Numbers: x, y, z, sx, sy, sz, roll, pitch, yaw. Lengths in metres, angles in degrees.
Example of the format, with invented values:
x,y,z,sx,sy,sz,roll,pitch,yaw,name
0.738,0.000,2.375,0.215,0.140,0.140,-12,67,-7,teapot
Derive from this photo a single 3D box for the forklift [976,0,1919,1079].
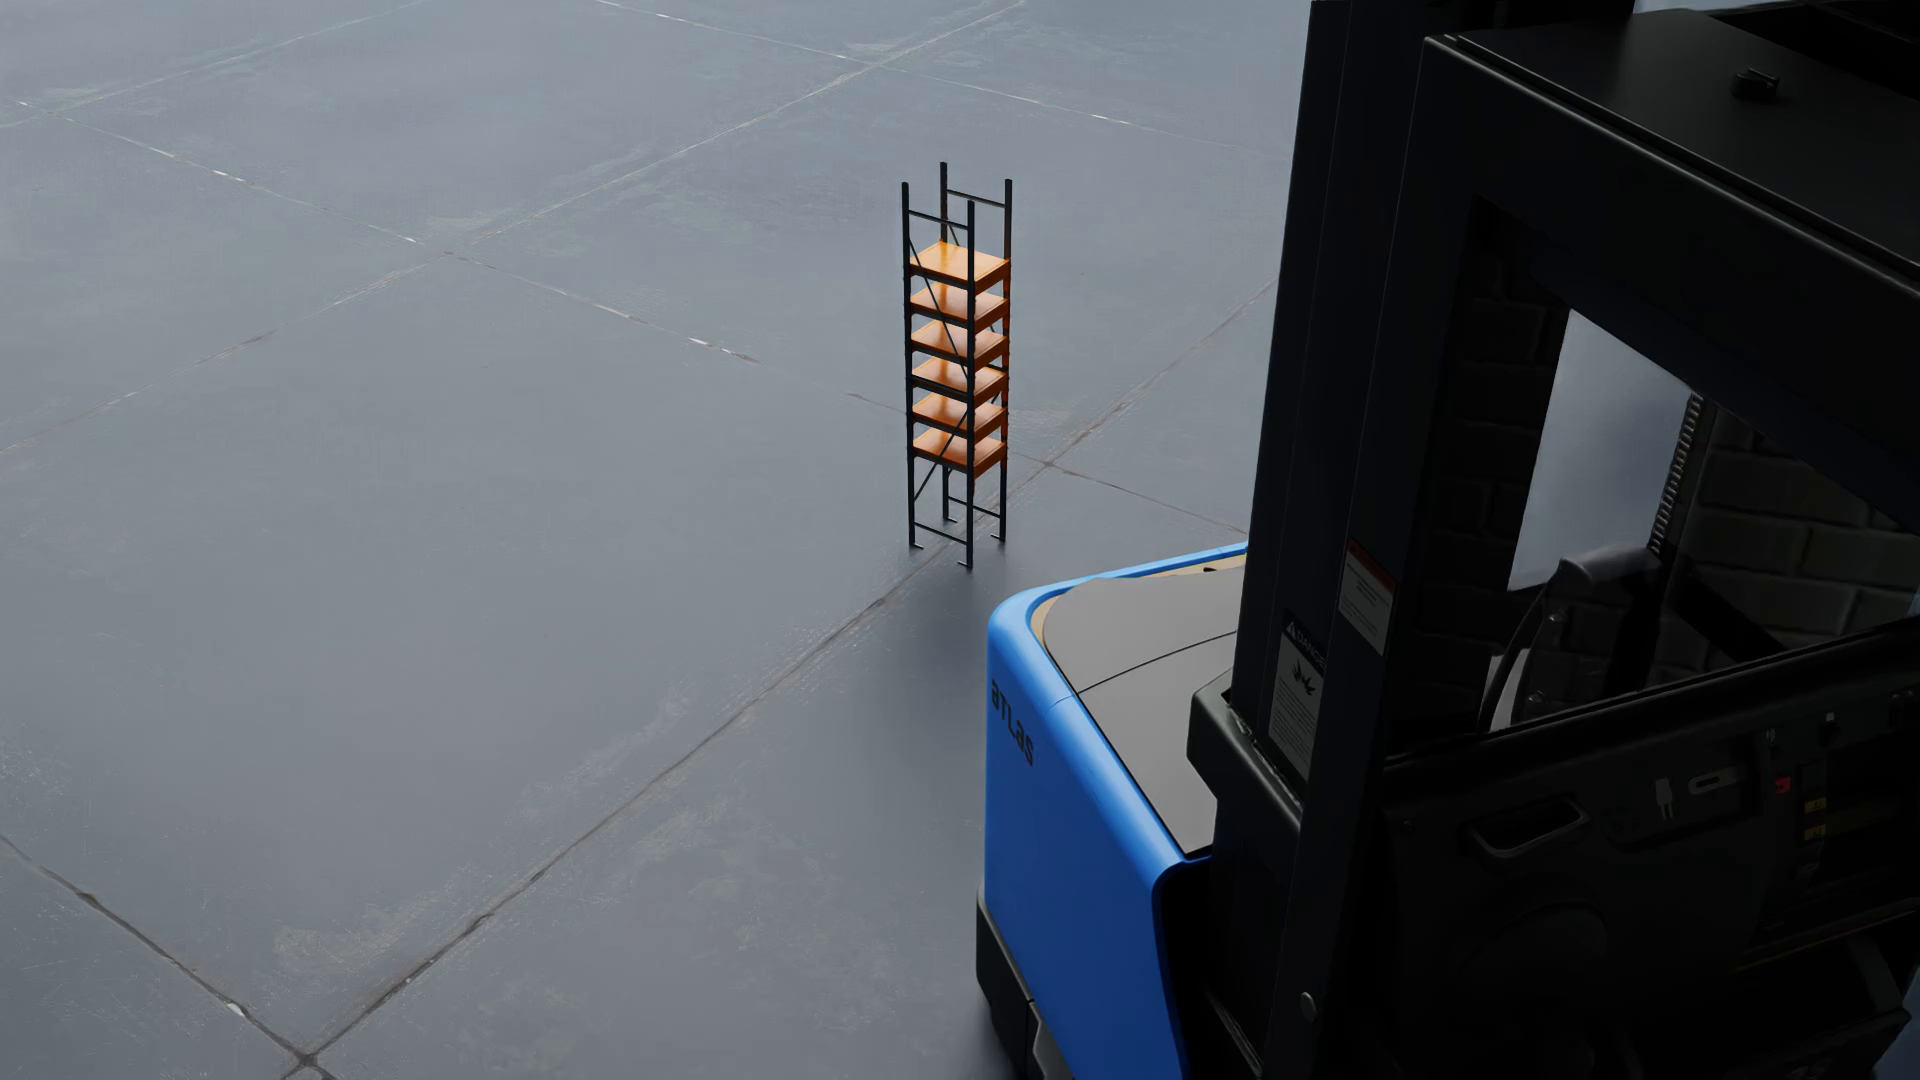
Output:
x,y,z,sx,sy,sz,roll,pitch,yaw,name
1.021,0.463,1.948,1.130,2.935,3.031,-12,36,-17,forklift

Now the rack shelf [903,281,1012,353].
x,y,z,sx,sy,sz,roll,pitch,yaw,name
-0.008,-0.652,4.794,0.258,0.103,0.180,21,39,28,rack shelf

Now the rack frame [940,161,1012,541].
x,y,z,sx,sy,sz,roll,pitch,yaw,name
0.044,-0.532,4.966,0.240,1.200,0.006,21,39,28,rack frame

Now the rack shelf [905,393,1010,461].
x,y,z,sx,sy,sz,roll,pitch,yaw,name
-0.008,-0.354,4.996,0.258,0.103,0.180,21,39,28,rack shelf

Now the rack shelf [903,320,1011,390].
x,y,z,sx,sy,sz,roll,pitch,yaw,name
-0.008,-0.553,4.862,0.258,0.103,0.180,21,39,28,rack shelf

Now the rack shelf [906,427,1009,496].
x,y,z,sx,sy,sz,roll,pitch,yaw,name
-0.008,-0.255,5.063,0.258,0.103,0.180,21,39,28,rack shelf

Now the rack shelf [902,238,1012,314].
x,y,z,sx,sy,sz,roll,pitch,yaw,name
-0.008,-0.752,4.727,0.258,0.103,0.180,21,39,28,rack shelf

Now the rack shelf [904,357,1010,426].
x,y,z,sx,sy,sz,roll,pitch,yaw,name
-0.008,-0.454,4.929,0.258,0.103,0.180,21,39,28,rack shelf

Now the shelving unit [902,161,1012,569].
x,y,z,sx,sy,sz,roll,pitch,yaw,name
-0.008,-0.490,4.904,0.258,1.200,0.189,21,39,28,shelving unit

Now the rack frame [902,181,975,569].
x,y,z,sx,sy,sz,roll,pitch,yaw,name
-0.060,-0.448,4.842,0.240,1.200,0.006,21,39,28,rack frame
